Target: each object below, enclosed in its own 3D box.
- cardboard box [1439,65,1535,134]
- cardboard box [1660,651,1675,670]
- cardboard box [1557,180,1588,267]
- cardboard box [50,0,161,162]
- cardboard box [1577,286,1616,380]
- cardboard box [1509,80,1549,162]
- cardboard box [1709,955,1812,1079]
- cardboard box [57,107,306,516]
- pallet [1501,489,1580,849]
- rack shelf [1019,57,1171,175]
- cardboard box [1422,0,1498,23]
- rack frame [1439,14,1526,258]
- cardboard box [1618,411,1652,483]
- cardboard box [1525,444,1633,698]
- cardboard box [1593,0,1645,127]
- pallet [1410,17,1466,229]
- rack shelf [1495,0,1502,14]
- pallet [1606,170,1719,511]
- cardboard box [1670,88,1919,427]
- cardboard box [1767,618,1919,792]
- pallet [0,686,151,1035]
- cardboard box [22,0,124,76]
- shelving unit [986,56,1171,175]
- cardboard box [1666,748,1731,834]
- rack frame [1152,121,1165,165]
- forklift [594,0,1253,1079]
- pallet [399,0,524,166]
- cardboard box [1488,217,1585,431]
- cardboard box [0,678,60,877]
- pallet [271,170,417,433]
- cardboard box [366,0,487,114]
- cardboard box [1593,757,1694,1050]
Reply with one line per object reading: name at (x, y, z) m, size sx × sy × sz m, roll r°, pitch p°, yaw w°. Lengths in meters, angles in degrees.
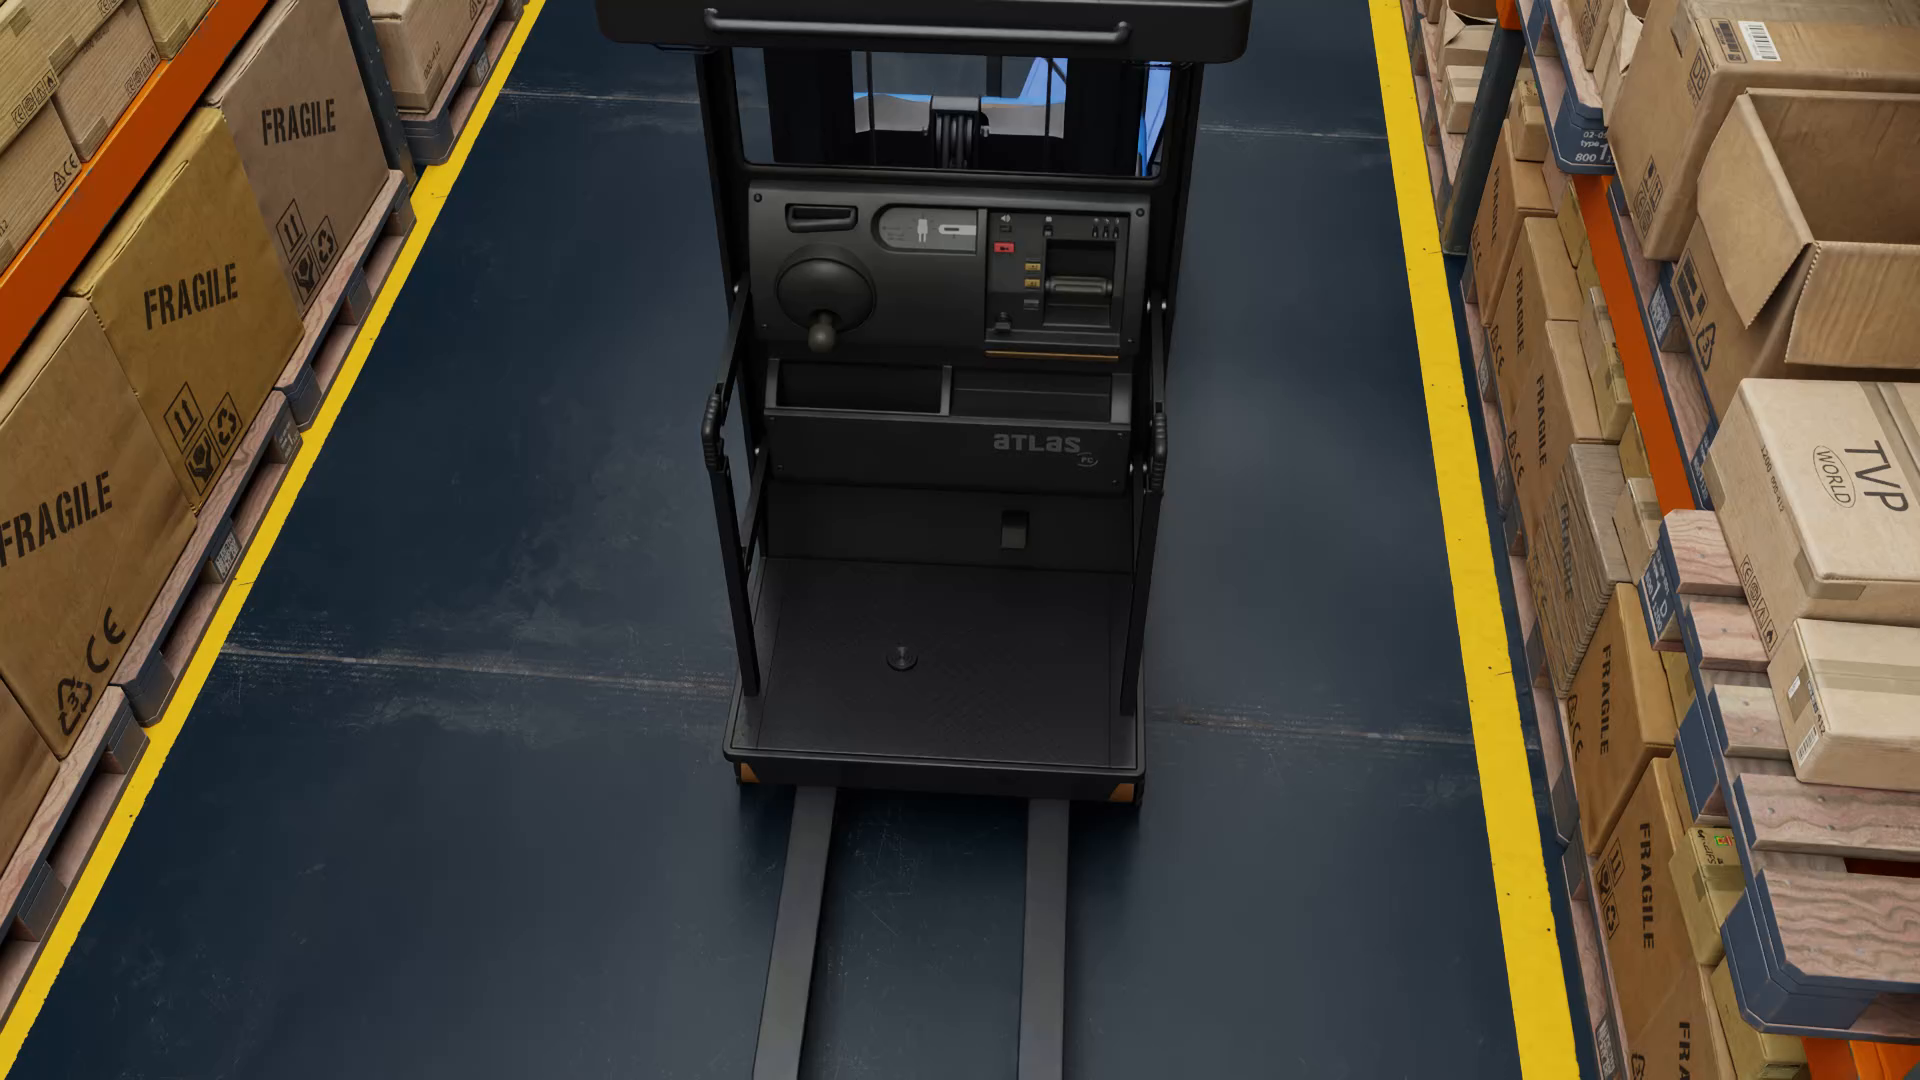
cardboard box at (2.068, -1.695, 6.415) m, size 0.380 × 0.149 × 0.250 m, roll 3°, pitch 48°, yaw 2°
cardboard box at (1.891, 0.189, 4.014) m, size 0.380 × 0.149 × 0.250 m, roll 3°, pitch 48°, yaw 3°
cardboard box at (2.052, -0.959, 5.064) m, size 0.380 × 0.149 × 0.250 m, roll 2°, pitch 48°, yaw 2°
cardboard box at (-2.536, -1.276, 4.486) m, size 0.500 × 0.250 × 0.500 m, roll 3°, pitch 48°, yaw 2°
cardboard box at (1.980, -0.576, 4.714) m, size 0.380 × 0.149 × 0.250 m, roll 4°, pitch 48°, yaw 3°
cardboard box at (2.012, -1.357, 5.428) m, size 0.380 × 0.149 × 0.250 m, roll 6°, pitch 48°, yaw 5°
cardboard box at (1.738, 0.956, 3.312) m, size 0.380 × 0.149 × 0.250 m, roll 2°, pitch 48°, yaw 2°
cardboard box at (-2.685, -0.716, 5.028) m, size 0.875 × 0.875 × 0.875 m, roll 5°, pitch 48°, yaw 5°
pallet at (2.164, 0.354, 4.783) m, size 1.003 × 0.211 × 1.213 m, roll 4°, pitch 48°, yaw 4°
rack shelf at (0.453, -1.453, 5.807) m, size 0.538 × 0.185 × 1.000 m, roll 11°, pitch 48°, yaw 9°
cardboard box at (2.313, -2.492, 6.906) m, size 0.700 × 0.500 × 0.500 m, roll 2°, pitch 48°, yaw 2°
rack frame at (2.310, -2.086, 5.125) m, size 1.000 × 3.000 × 0.127 m, roll 4°, pitch 48°, yaw 4°
cardboard box at (1.960, -0.193, 4.364) m, size 0.380 × 0.149 × 0.250 m, roll 4°, pitch 48°, yaw 4°
cardboard box at (1.899, 0.095, 4.539) m, size 0.500 × 0.500 × 0.500 m, roll 2°, pitch 48°, yaw 2°
cardboard box at (1.801, -1.187, 4.110) m, size 0.396 × 0.266 × 0.258 m, roll 6°, pitch 48°, yaw 5°
pallet at (2.373, -1.649, 6.616) m, size 1.003 × 0.211 × 1.213 m, roll 4°, pitch 48°, yaw 4°
rack shelf at (2.492, -3.313, 6.735) m, size 1.077 × 0.370 × 4.000 m, roll 4°, pitch 48°, yaw 4°
pallet at (2.118, -0.511, 3.815) m, size 1.003 × 0.211 × 1.213 m, roll 4°, pitch 48°, yaw 4°
cardboard box at (1.910, -0.535, 3.352) m, size 0.797 × 0.503 × 0.637 m, roll 3°, pitch 48°, yaw 3°
cardboard box at (1.623, 0.288, 2.839) m, size 0.380 × 0.149 × 0.250 m, roll 5°, pitch 48°, yaw 4°
pallet at (-2.851, 0.889, 4.294) m, size 1.003 × 0.211 × 1.213 m, roll 4°, pitch 48°, yaw 4°
cardboard box at (-2.511, -1.446, 4.303) m, size 0.500 × 0.250 × 0.500 m, roll 5°, pitch 48°, yaw 4°
shelving unit at (0.453, -1.575, 5.674) m, size 0.538 × 1.500 × 1.048 m, roll 11°, pitch 48°, yaw 9°
cardboard box at (1.800, 0.563, 3.672) m, size 0.380 × 0.149 × 0.250 m, roll 2°, pitch 48°, yaw 2°
rack frame at (0.577, -1.938, 6.007) m, size 0.500 × 1.500 × 0.032 m, roll 11°, pitch 48°, yaw 9°
forklift at (-0.040, -0.525, 3.744) m, size 1.130 × 2.935 × 3.031 m, roll 3°, pitch 48°, yaw 2°
pallet at (-2.487, -2.029, 6.963) m, size 1.003 × 0.211 × 1.213 m, roll 4°, pitch 48°, yaw 4°
cardboard box at (2.003, -0.652, 5.223) m, size 0.500 × 0.500 × 0.500 m, roll 3°, pitch 48°, yaw 3°
cardboard box at (-2.853, 0.596, 3.828) m, size 0.875 × 0.875 × 0.875 m, roll 3°, pitch 48°, yaw 3°
pallet at (-2.629, -0.904, 5.934) m, size 1.003 × 0.211 × 1.213 m, roll 4°, pitch 48°, yaw 4°
cardboard box at (-2.470, -2.148, 6.634) m, size 0.875 × 0.438 × 0.875 m, roll 3°, pitch 48°, yaw 3°
cardboard box at (1.825, 0.863, 3.837) m, size 0.500 × 0.500 × 0.500 m, roll 3°, pitch 48°, yaw 3°
